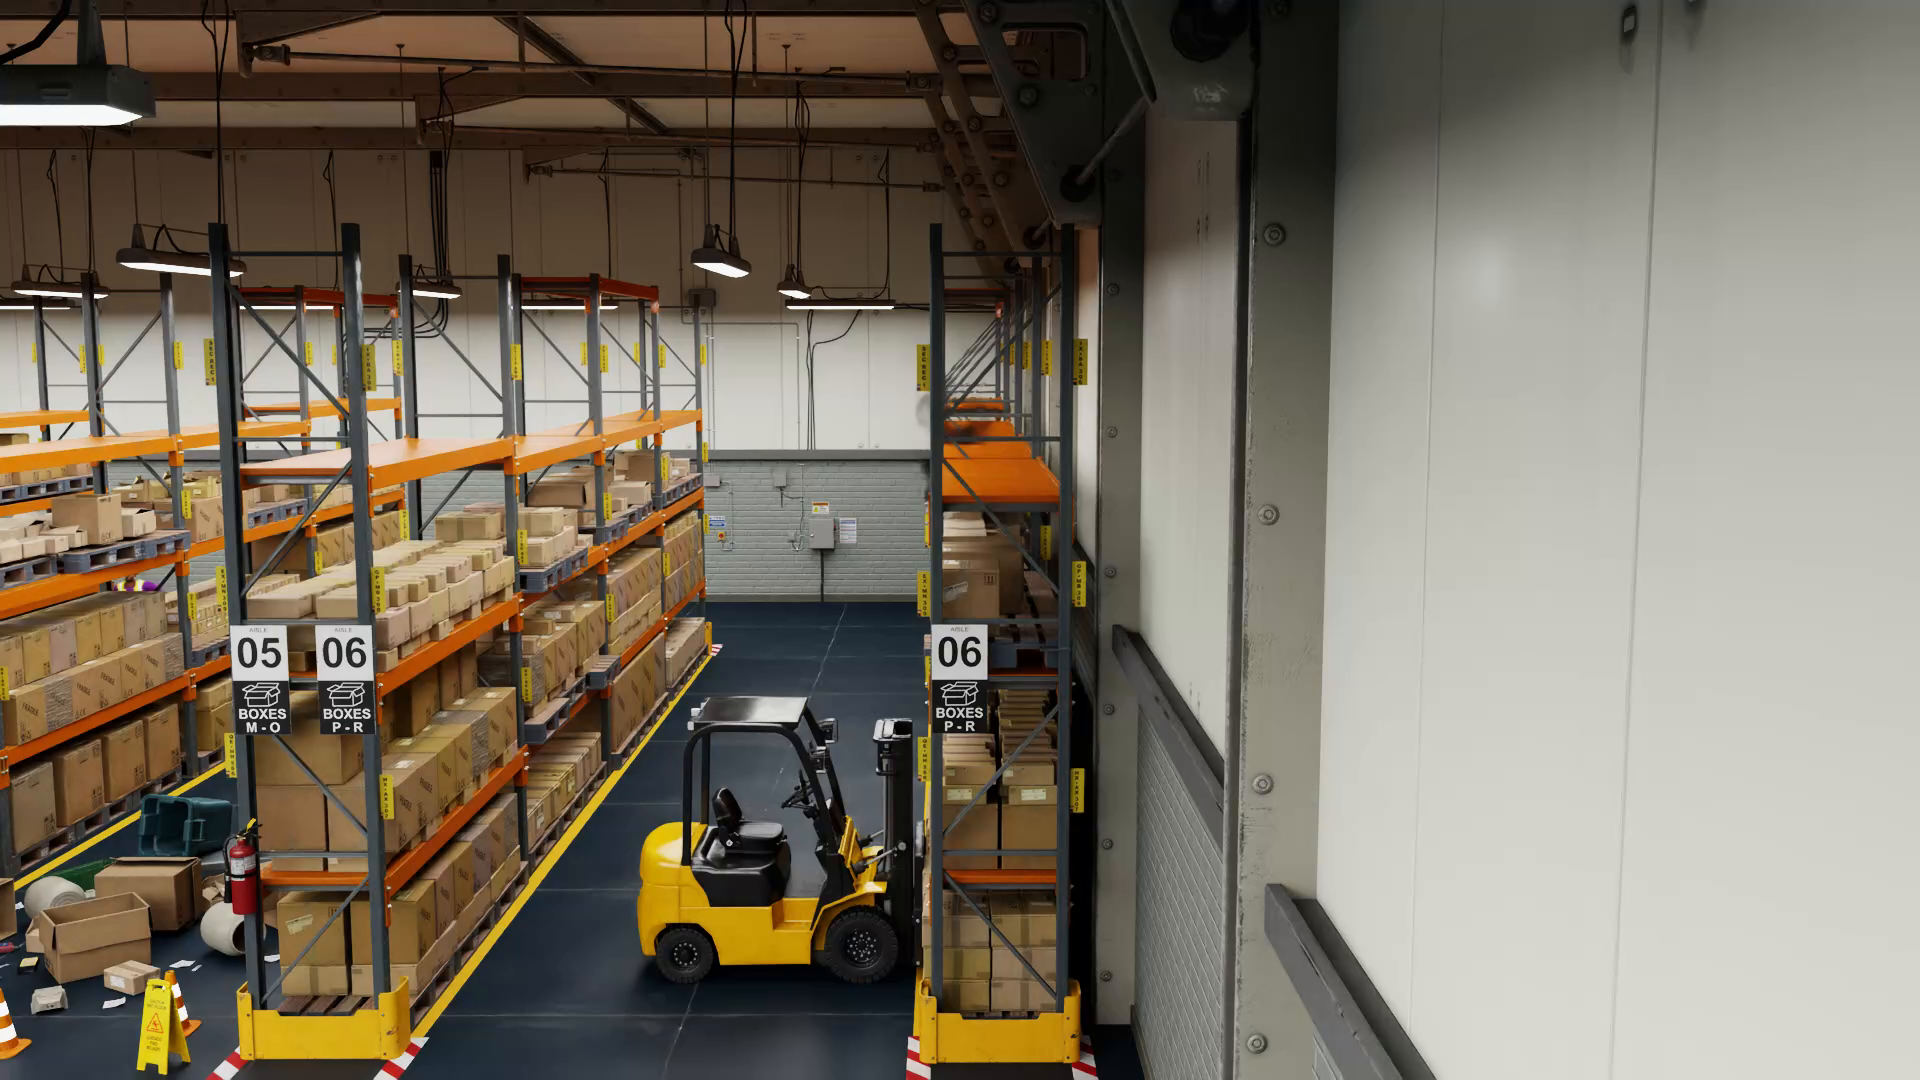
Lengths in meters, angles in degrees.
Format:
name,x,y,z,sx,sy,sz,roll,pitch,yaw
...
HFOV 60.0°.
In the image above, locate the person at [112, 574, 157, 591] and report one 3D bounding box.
name,x,y,z,sx,sy,sz,roll,pitch,yaw
person,-12.915,1.277,26.009,0.731,1.817,0.635,-1,7,-5
